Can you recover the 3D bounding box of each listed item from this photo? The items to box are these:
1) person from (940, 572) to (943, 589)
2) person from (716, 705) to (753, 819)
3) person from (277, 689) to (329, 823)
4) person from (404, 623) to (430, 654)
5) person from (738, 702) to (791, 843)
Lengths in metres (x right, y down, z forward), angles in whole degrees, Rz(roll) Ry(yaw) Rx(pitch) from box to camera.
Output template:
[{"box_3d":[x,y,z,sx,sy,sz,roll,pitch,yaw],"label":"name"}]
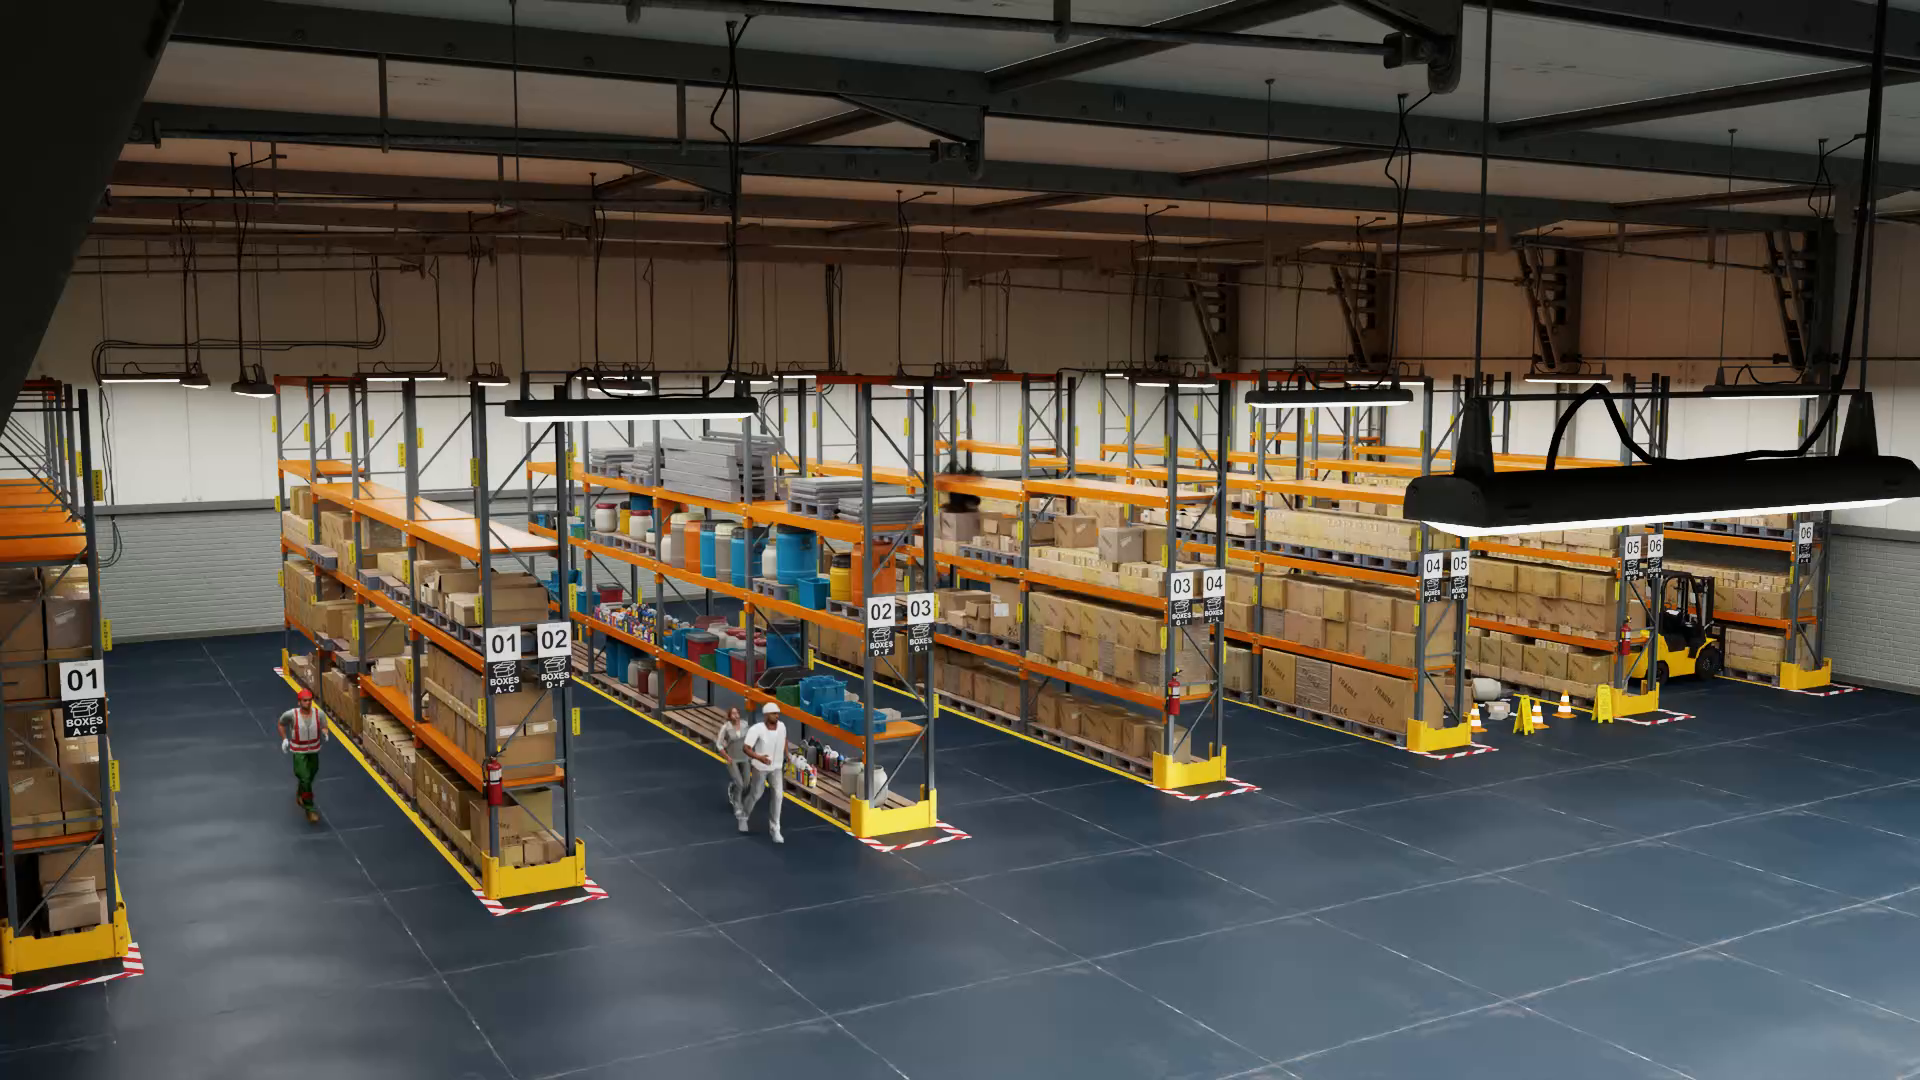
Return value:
[{"box_3d":[-0.635,0.924,42.157,0.864,1.542,0.588,1,6,8],"label":"person"},{"box_3d":[-3.113,3.052,23.013,0.536,1.568,0.506,-3,7,-28],"label":"person"},{"box_3d":[-9.052,2.928,22.981,0.607,1.792,0.992,-5,8,-41],"label":"person"},{"box_3d":[-11.224,1.754,34.068,0.724,1.828,0.755,-5,8,-40],"label":"person"},{"box_3d":[-2.526,3.044,22.040,0.743,1.808,0.818,-4,8,-35],"label":"person"}]
